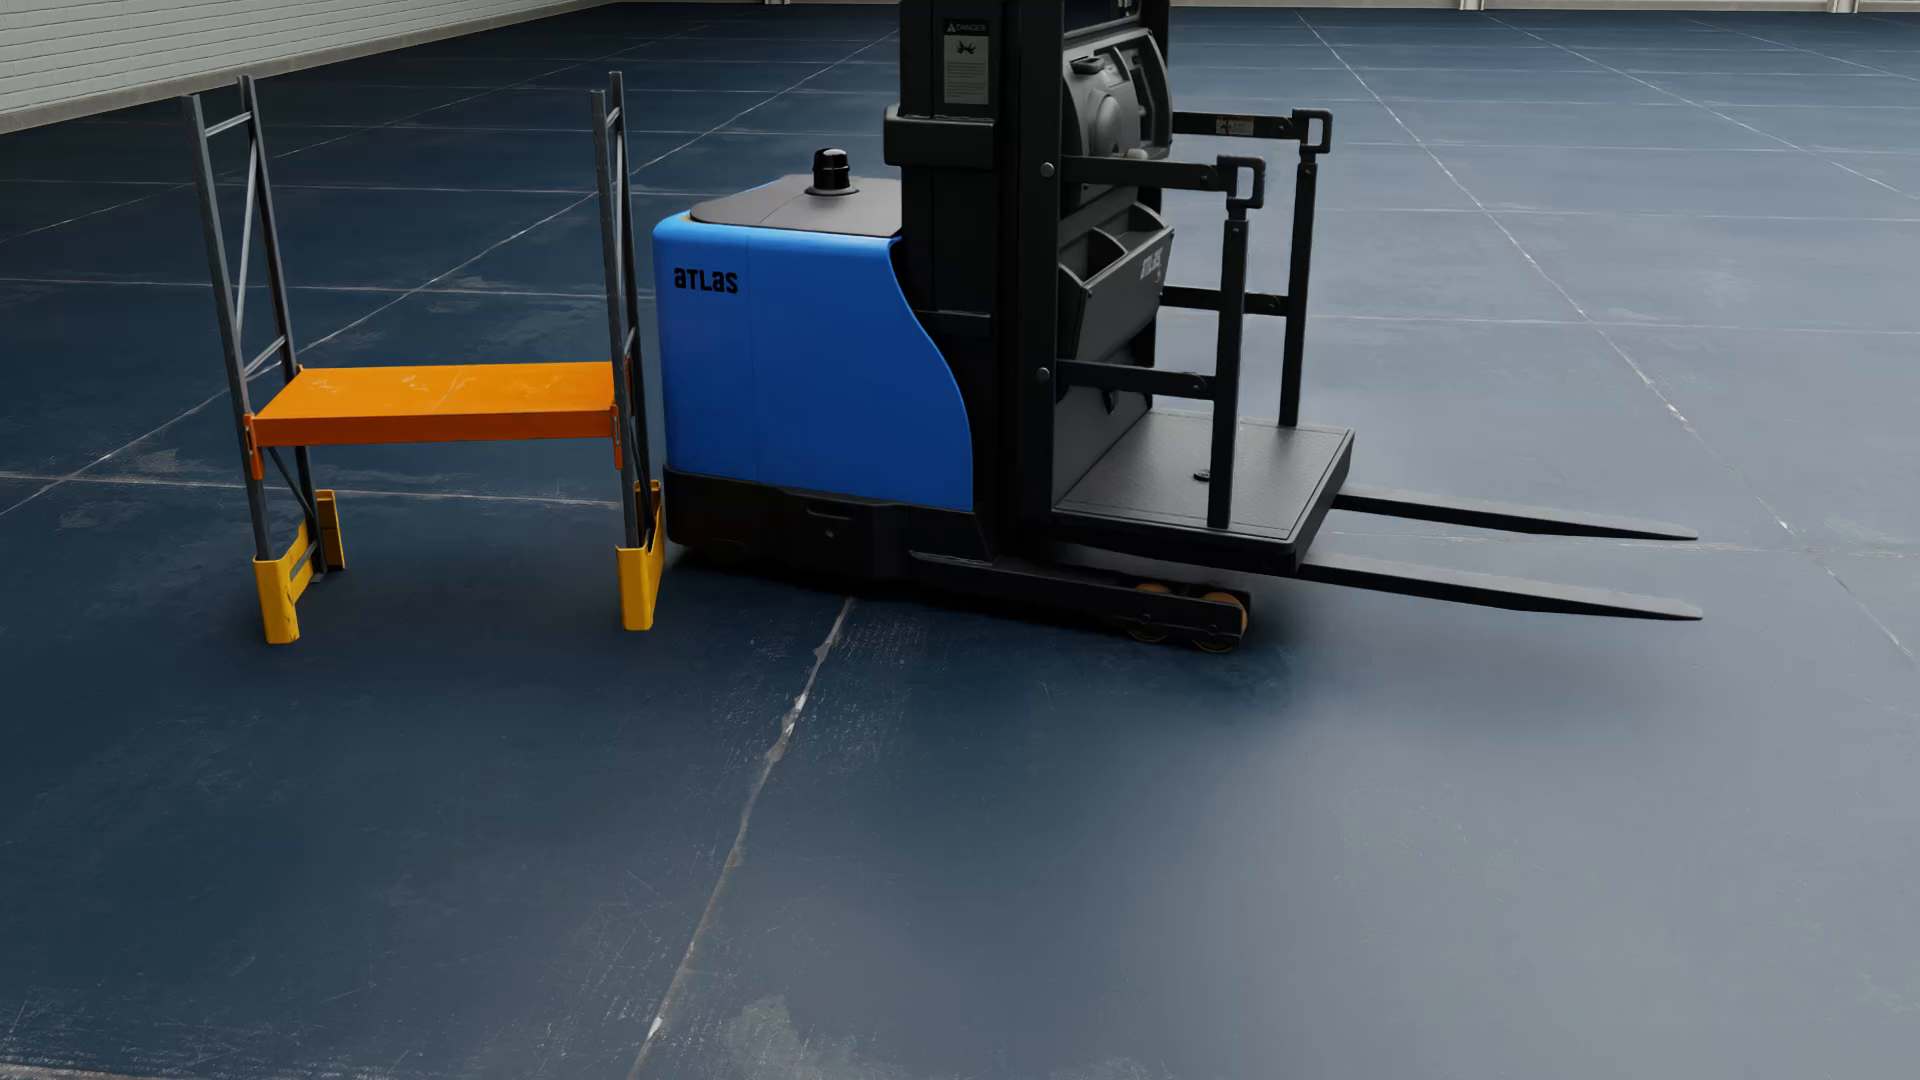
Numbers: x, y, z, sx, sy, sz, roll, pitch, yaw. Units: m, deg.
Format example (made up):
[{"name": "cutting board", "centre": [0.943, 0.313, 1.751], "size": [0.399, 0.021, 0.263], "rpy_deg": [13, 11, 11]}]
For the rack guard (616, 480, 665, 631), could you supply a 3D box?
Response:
[{"name": "rack guard", "centre": [-0.958, 0.036, 5.009], "size": [0.087, 0.250, 0.587], "rpy_deg": [-2, 22, -5]}]

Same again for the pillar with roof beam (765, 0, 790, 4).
[{"name": "pillar with roof beam", "centre": [-3.749, -12.157, 23.950], "size": [0.400, 9.000, 9.100], "rpy_deg": [2, 22, 6]}]

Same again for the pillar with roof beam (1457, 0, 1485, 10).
[{"name": "pillar with roof beam", "centre": [8.167, -11.638, 22.637], "size": [0.400, 9.000, 9.100], "rpy_deg": [2, 22, 6]}]

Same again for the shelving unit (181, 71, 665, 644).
[{"name": "shelving unit", "centre": [-1.454, -0.529, 4.737], "size": [1.083, 1.500, 0.587], "rpy_deg": [-2, 22, -5]}]

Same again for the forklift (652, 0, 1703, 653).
[{"name": "forklift", "centre": [0.641, -1.269, 4.664], "size": [3.031, 2.935, 1.130], "rpy_deg": [8, 23, 20]}]

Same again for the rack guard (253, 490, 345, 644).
[{"name": "rack guard", "centre": [-1.950, 0.069, 4.924], "size": [0.087, 0.250, 0.587], "rpy_deg": [-2, 22, -5]}]

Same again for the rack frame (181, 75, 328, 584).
[{"name": "rack frame", "centre": [-1.969, -0.511, 4.693], "size": [0.032, 1.500, 0.500], "rpy_deg": [-2, 22, -5]}]

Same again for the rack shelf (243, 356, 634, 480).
[{"name": "rack shelf", "centre": [-1.463, -0.361, 4.802], "size": [1.000, 0.185, 0.538], "rpy_deg": [-2, 22, -5]}]

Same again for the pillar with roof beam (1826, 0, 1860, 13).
[{"name": "pillar with roof beam", "centre": [14.125, -11.378, 21.980], "size": [0.400, 9.000, 9.100], "rpy_deg": [2, 22, 6]}]

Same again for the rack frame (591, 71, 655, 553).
[{"name": "rack frame", "centre": [-0.957, -0.545, 4.779], "size": [0.032, 1.500, 0.500], "rpy_deg": [-2, 22, -5]}]

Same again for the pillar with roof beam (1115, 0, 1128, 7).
[{"name": "pillar with roof beam", "centre": [2.209, -11.897, 23.294], "size": [0.400, 9.000, 9.100], "rpy_deg": [2, 22, 6]}]
